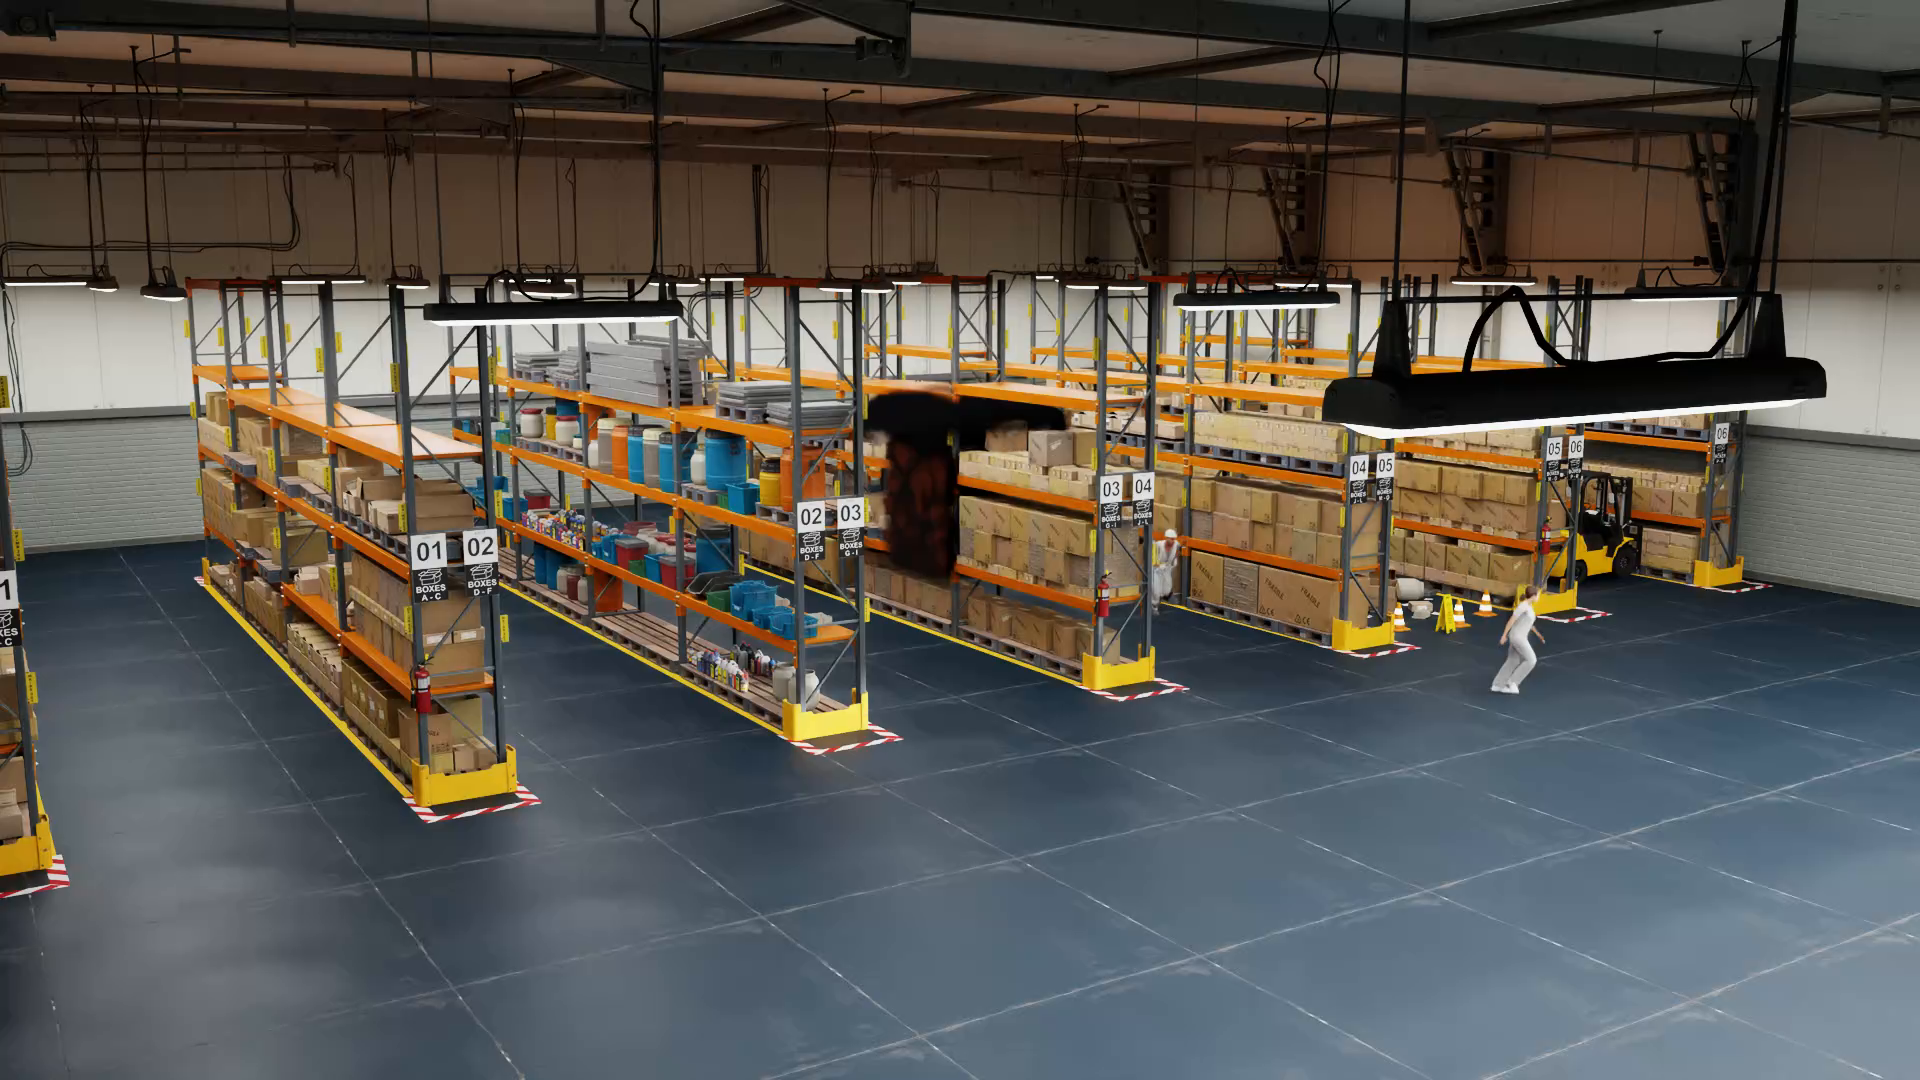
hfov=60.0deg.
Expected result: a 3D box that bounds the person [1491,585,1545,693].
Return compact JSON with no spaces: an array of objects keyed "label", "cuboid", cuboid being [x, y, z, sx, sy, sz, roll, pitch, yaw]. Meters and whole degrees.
[{"label":"person","cuboid":[8.212,1.455,24.426,0.687,1.618,0.559,5,11,26]}]

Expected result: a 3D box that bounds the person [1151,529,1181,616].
[{"label":"person","cuboid":[3.604,0.562,29.356,0.693,1.603,0.850,-5,11,-26]}]
